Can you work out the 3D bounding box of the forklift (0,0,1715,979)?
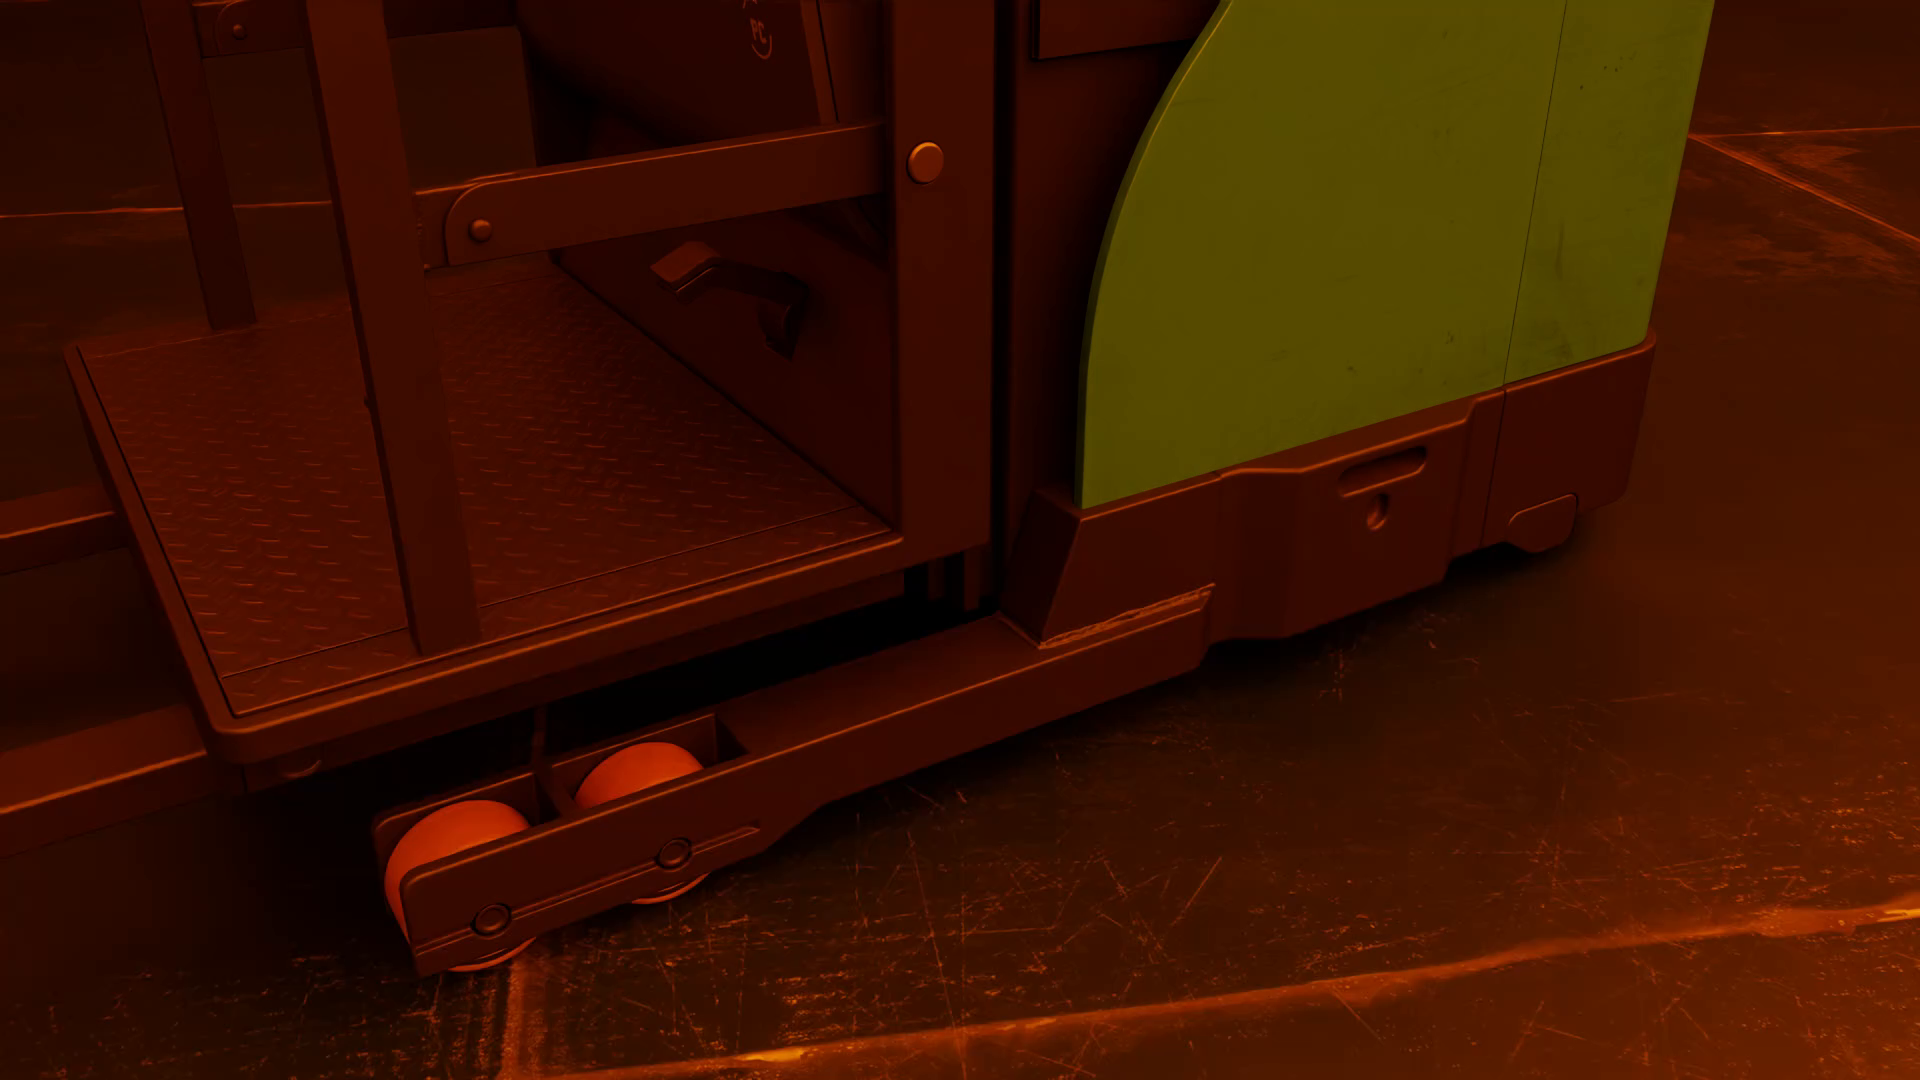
[{"bbox_3d":[-0.516,-1.144,1.529,3.031,2.935,1.130,-16,32,-28],"label":"forklift"}]
